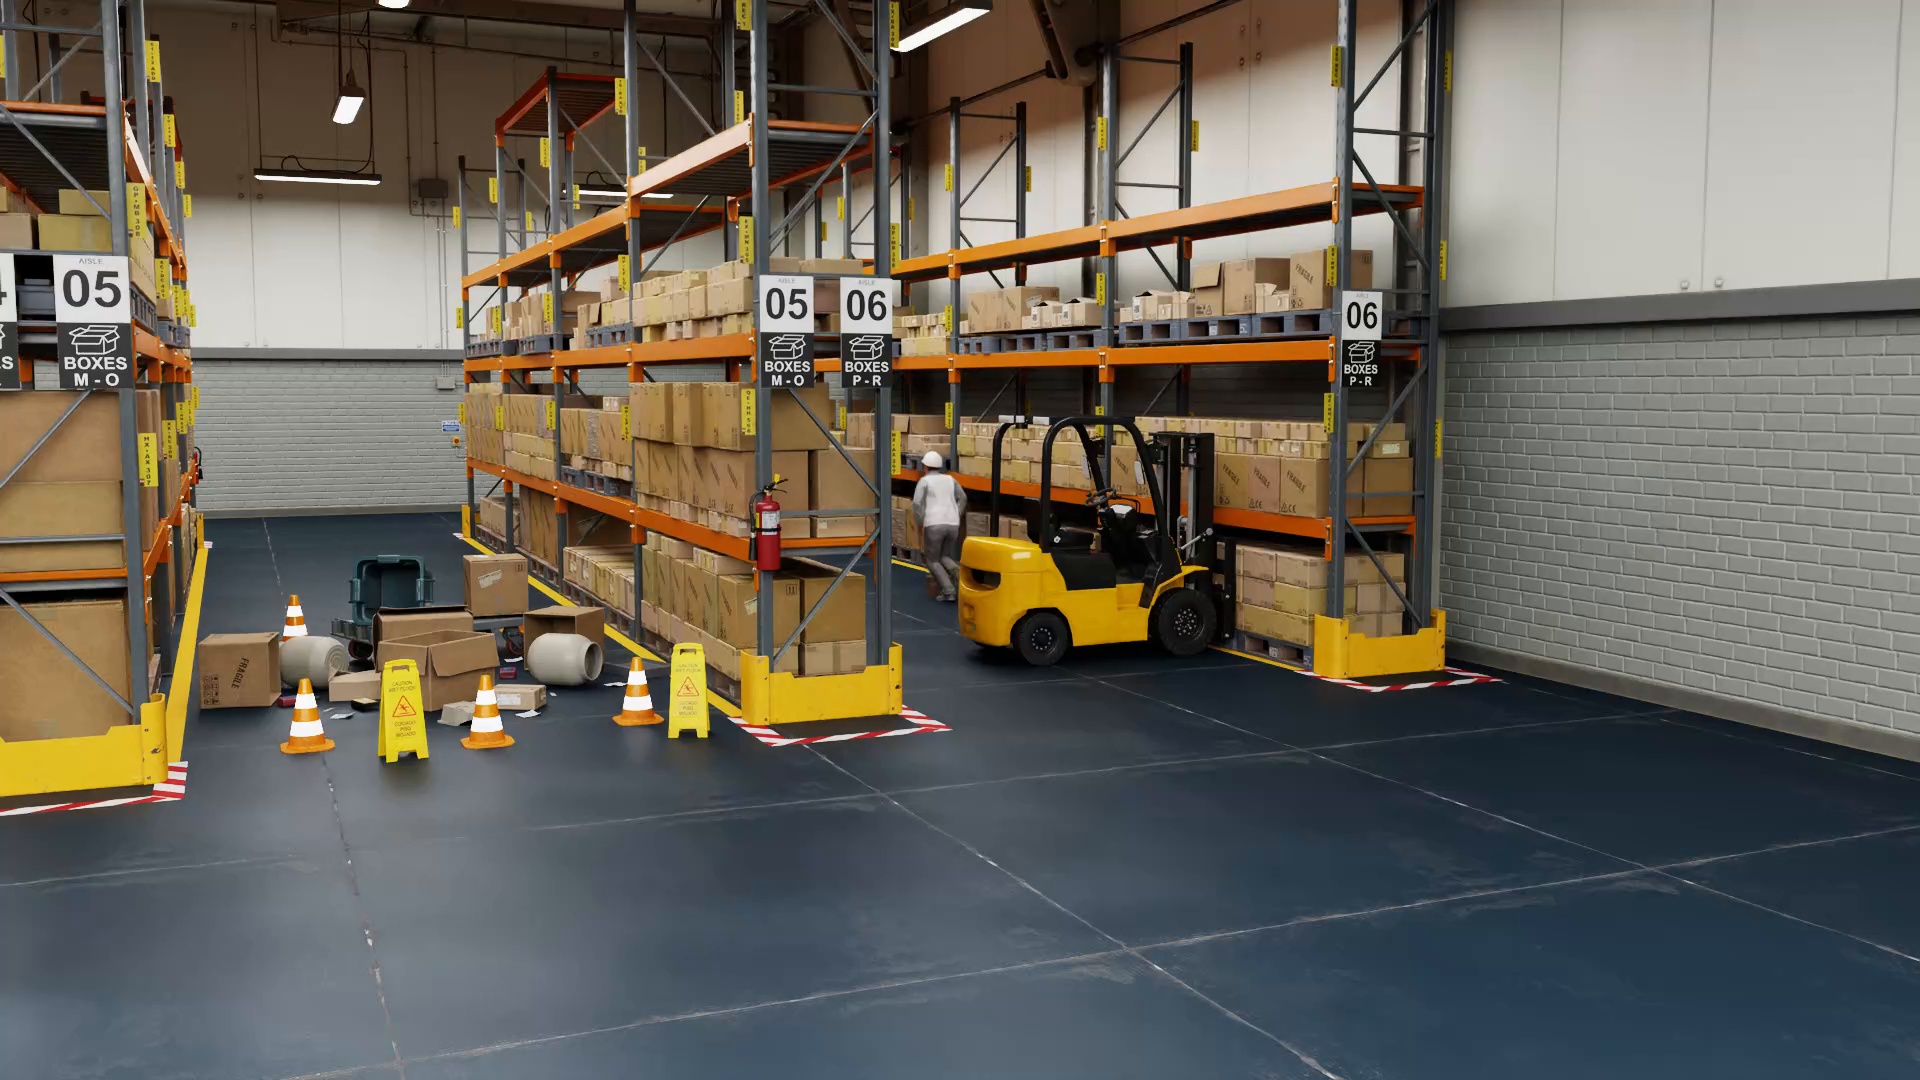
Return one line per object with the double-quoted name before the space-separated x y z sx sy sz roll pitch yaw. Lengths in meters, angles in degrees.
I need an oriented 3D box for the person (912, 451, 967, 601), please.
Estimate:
"person" -0.222 -0.154 18.774 0.677 1.679 0.695 -3 6 -33
